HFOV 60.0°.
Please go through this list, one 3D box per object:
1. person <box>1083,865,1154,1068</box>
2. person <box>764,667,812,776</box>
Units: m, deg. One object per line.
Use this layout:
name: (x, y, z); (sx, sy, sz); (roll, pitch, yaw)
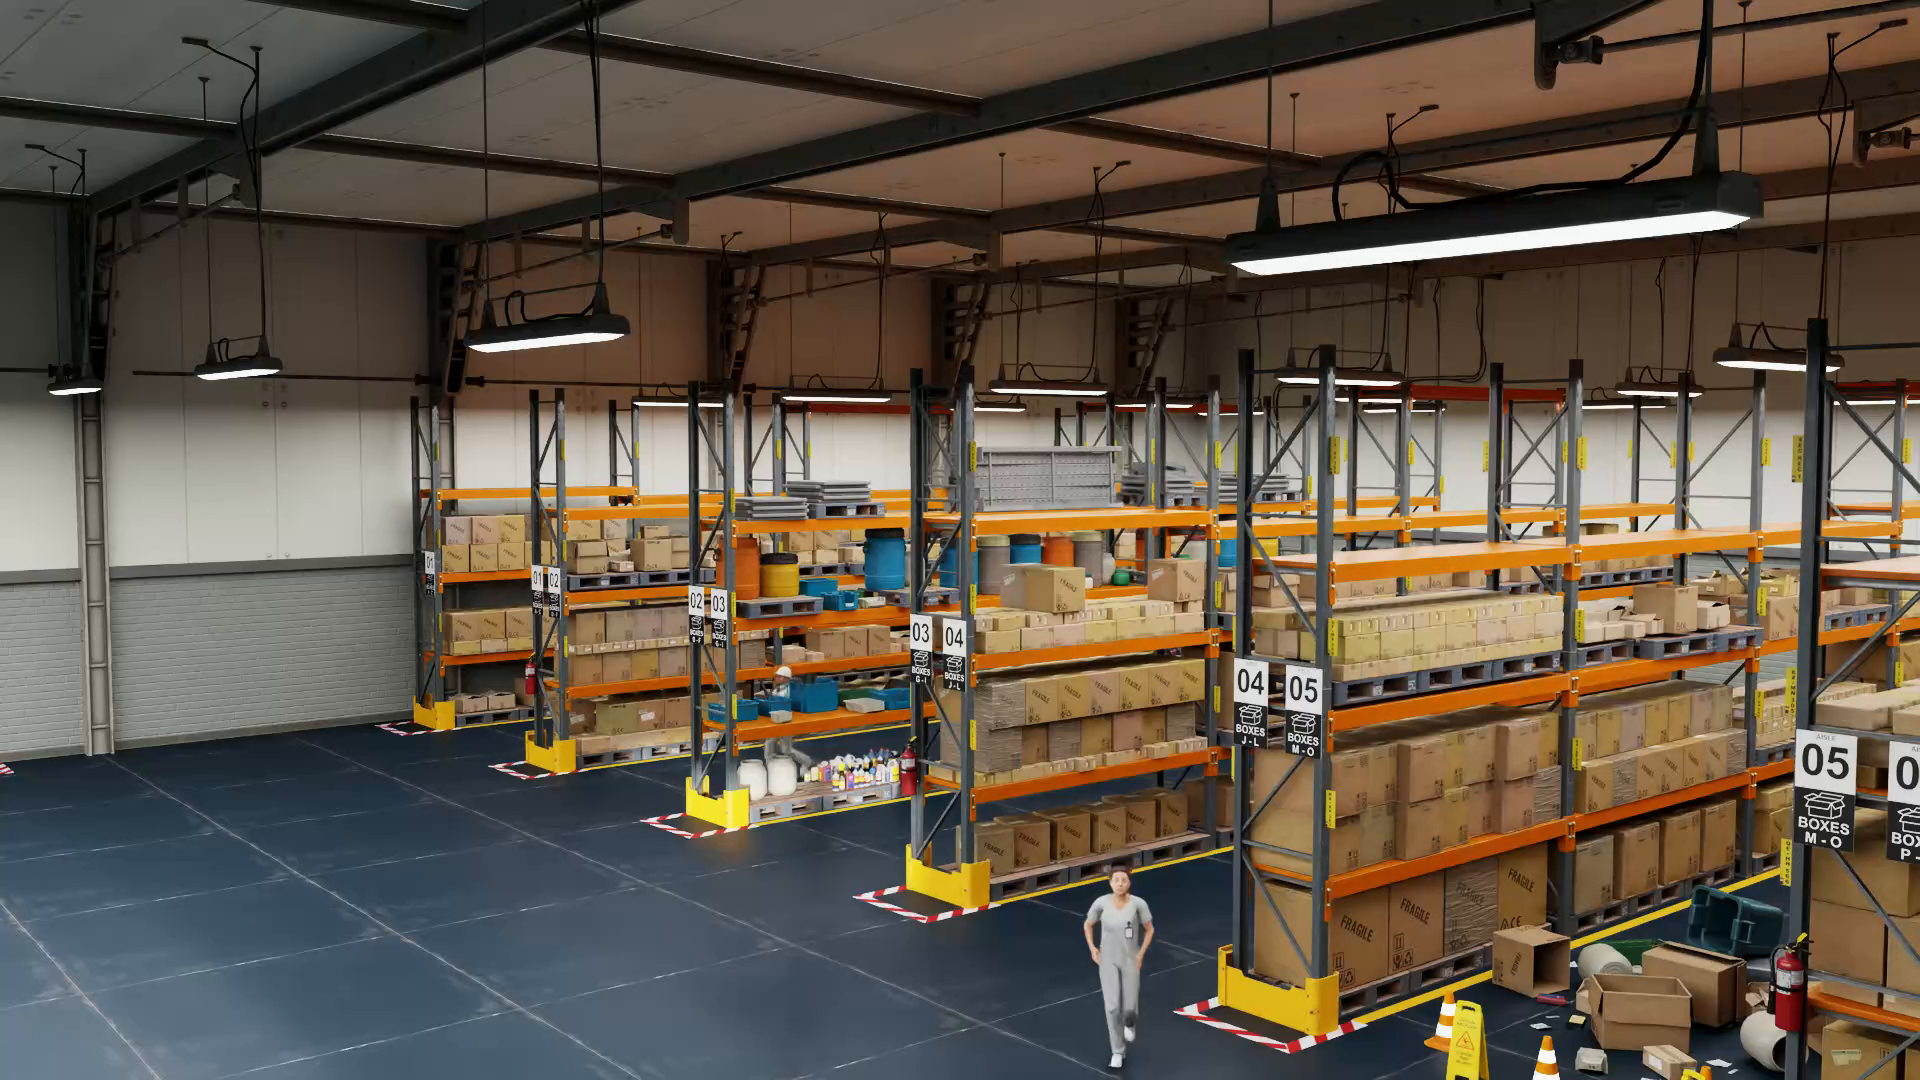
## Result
person: (1.329, 3.531, 13.950); (0.588, 1.633, 0.603); (0, 3, 8)
person: (-2.691, 2.792, 25.174); (0.929, 1.750, 0.666); (-3, 4, -41)
